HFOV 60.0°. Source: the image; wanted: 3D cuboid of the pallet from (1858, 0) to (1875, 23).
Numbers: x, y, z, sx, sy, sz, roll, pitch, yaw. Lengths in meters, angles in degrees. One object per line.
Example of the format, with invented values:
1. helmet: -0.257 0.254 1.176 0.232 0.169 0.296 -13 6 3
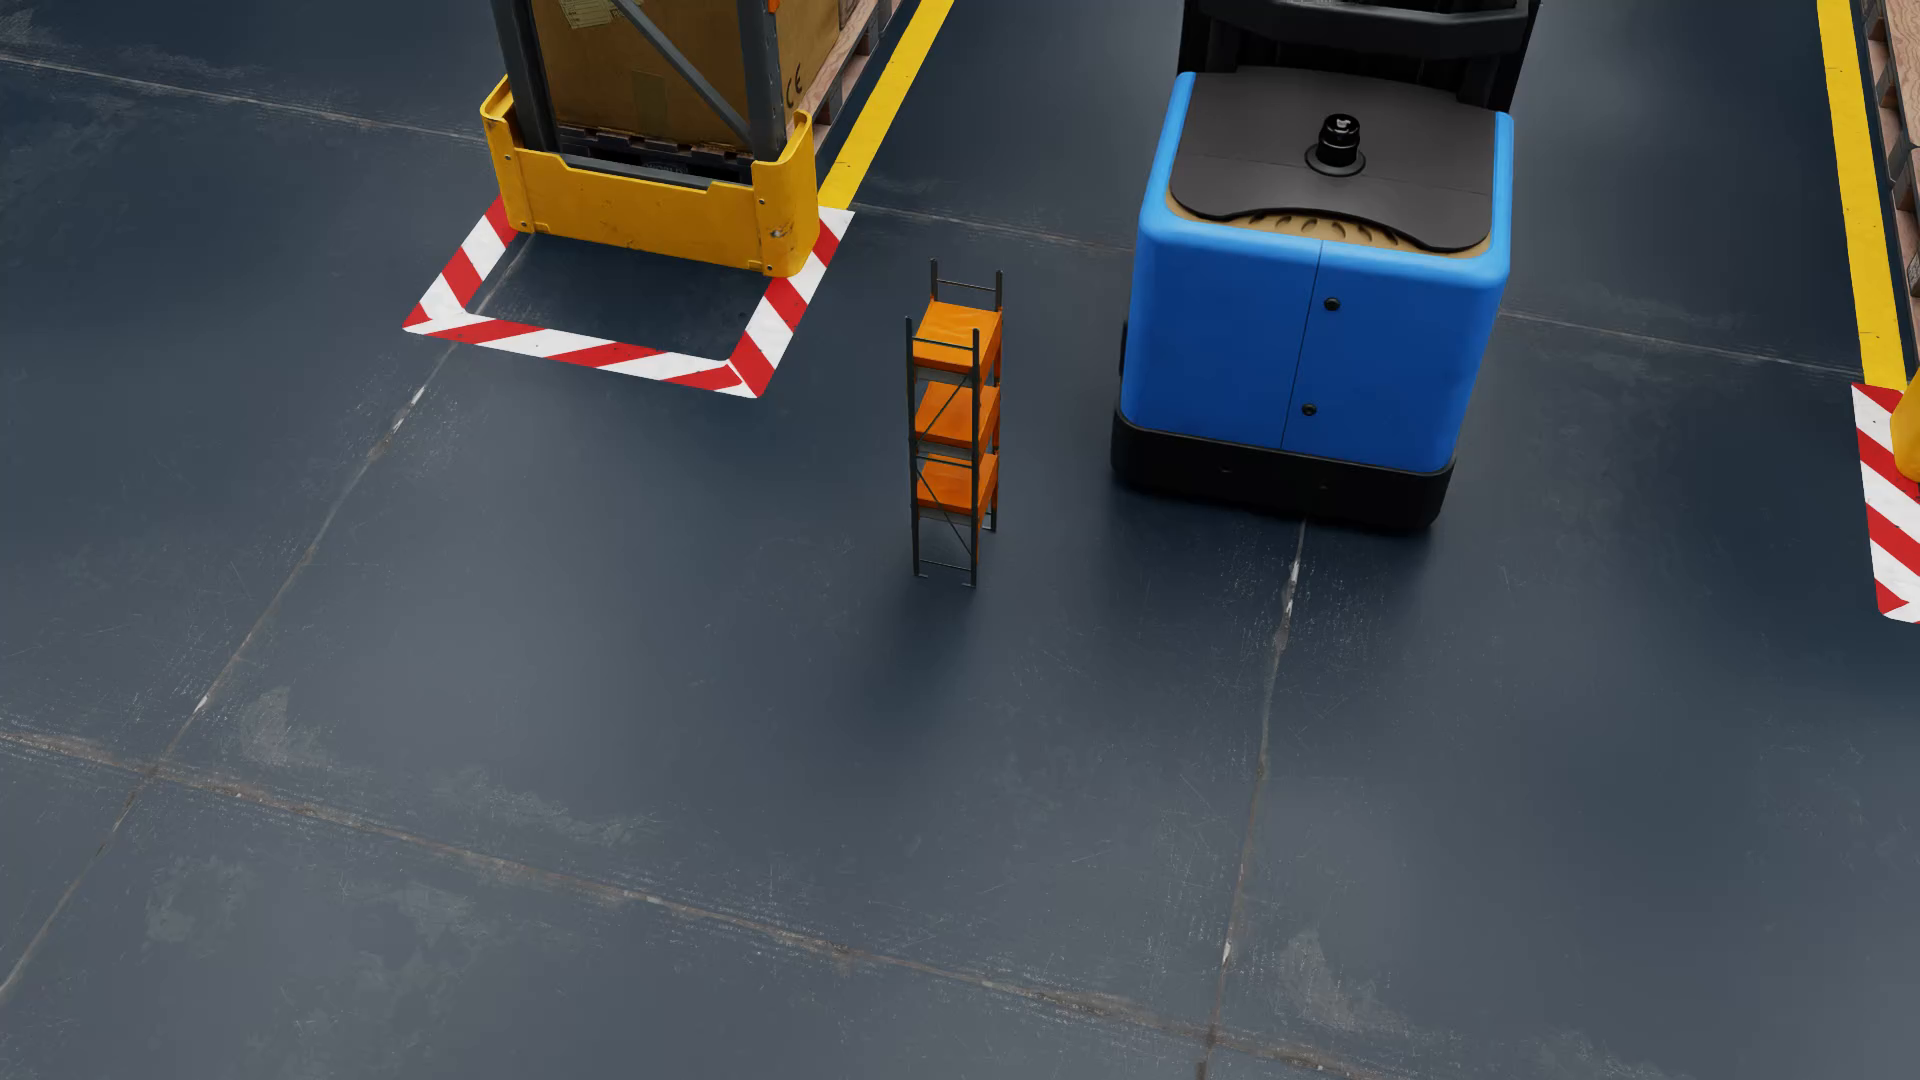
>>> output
1. pallet: 4.560 -2.652 7.450 1.003 0.211 1.213 12 50 10

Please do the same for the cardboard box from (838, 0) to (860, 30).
1. cardboard box: -0.784 -2.771 6.832 0.875 0.875 0.875 12 50 10

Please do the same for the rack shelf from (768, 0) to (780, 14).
1. rack shelf: -0.589 -3.407 6.736 1.077 0.370 4.000 12 50 10

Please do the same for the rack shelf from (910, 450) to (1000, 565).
1. rack shelf: -0.014 -0.118 5.039 0.215 0.259 0.240 12 50 10

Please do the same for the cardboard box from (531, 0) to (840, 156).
1. cardboard box: -1.024 -2.113 6.251 0.875 0.875 0.875 12 50 10

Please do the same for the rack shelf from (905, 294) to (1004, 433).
1. rack shelf: -0.014 -0.489 4.617 0.215 0.259 0.240 12 50 10

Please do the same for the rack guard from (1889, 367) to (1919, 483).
1. rack guard: 3.670 -0.374 5.247 1.175 0.500 0.348 12 50 10

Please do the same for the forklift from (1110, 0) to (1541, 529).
1. forklift: 1.322 -2.135 5.180 1.130 2.935 3.031 10 49 9

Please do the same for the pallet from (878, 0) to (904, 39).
1. pallet: -0.657 -2.749 7.536 1.003 0.211 1.213 12 50 10

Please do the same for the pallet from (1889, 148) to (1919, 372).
1. pallet: 3.918 -0.887 5.892 1.003 0.211 1.213 12 50 10

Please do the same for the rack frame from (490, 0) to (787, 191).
1. rack frame: -1.115 -2.198 5.190 1.000 3.000 0.127 12 50 10

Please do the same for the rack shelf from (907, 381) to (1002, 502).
1. rack shelf: -0.014 -0.302 4.830 0.215 0.259 0.240 12 50 10

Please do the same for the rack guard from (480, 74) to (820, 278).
1. rack guard: -1.121 -1.354 6.111 1.175 0.500 0.348 12 50 10

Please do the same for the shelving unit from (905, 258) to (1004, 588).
1. shelving unit: -0.014 -0.309 4.822 0.215 1.050 0.252 12 50 10

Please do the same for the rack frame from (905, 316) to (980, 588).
1. rack frame: -0.046 -0.220 4.744 0.200 1.050 0.008 12 50 10

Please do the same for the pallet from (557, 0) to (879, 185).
1. pallet: -0.980 -1.869 6.759 1.003 0.211 1.213 12 50 10

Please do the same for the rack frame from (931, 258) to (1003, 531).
1. rack frame: 0.018 -0.397 4.900 0.200 1.050 0.008 12 50 10

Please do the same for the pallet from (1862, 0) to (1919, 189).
1. pallet: 4.241 -1.767 6.669 1.003 0.211 1.213 12 50 10
